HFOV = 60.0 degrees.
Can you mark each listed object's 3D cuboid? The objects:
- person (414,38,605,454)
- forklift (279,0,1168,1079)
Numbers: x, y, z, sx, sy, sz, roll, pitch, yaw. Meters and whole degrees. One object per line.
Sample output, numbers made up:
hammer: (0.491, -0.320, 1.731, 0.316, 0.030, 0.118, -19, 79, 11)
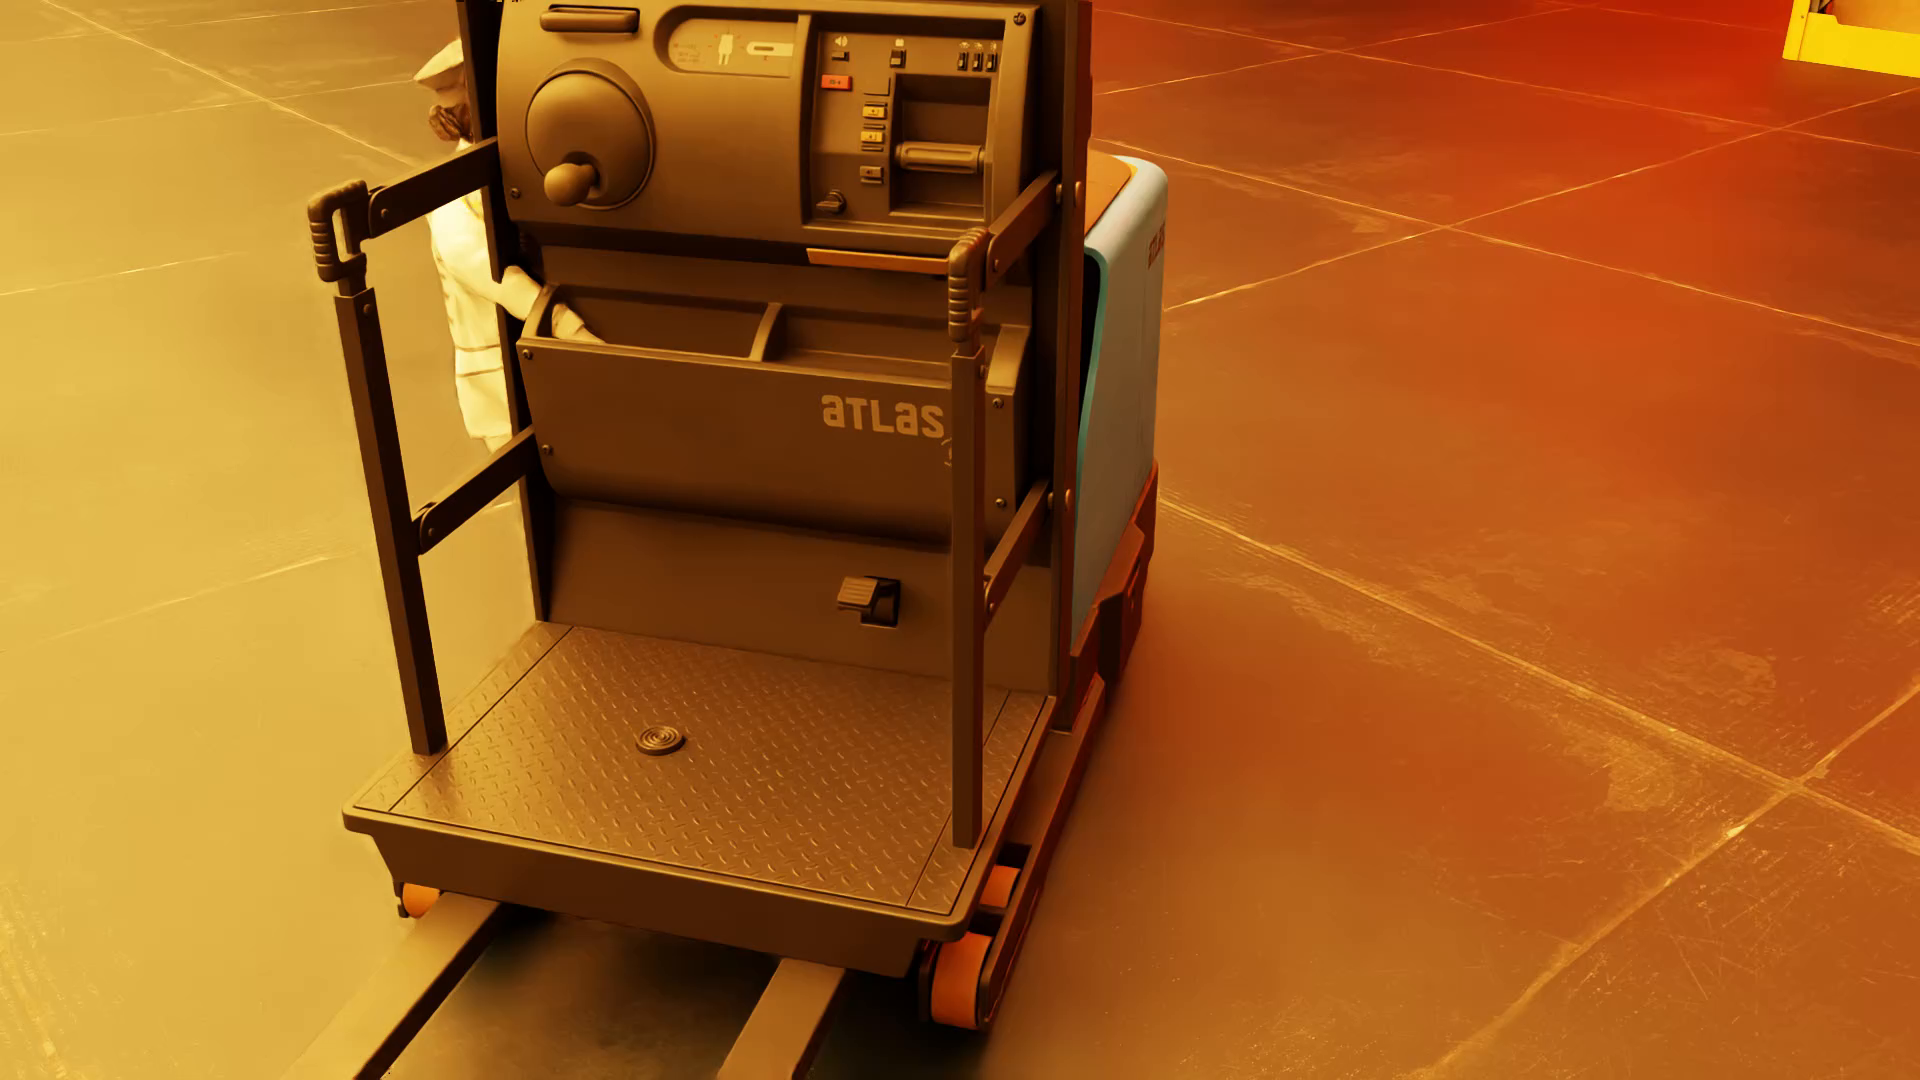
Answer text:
person: (-0.688, -0.365, 3.591, 0.796, 1.452, 0.969, -5, 27, -9)
forklift: (-0.393, -0.677, 2.567, 1.130, 2.935, 3.031, 7, 27, 14)
